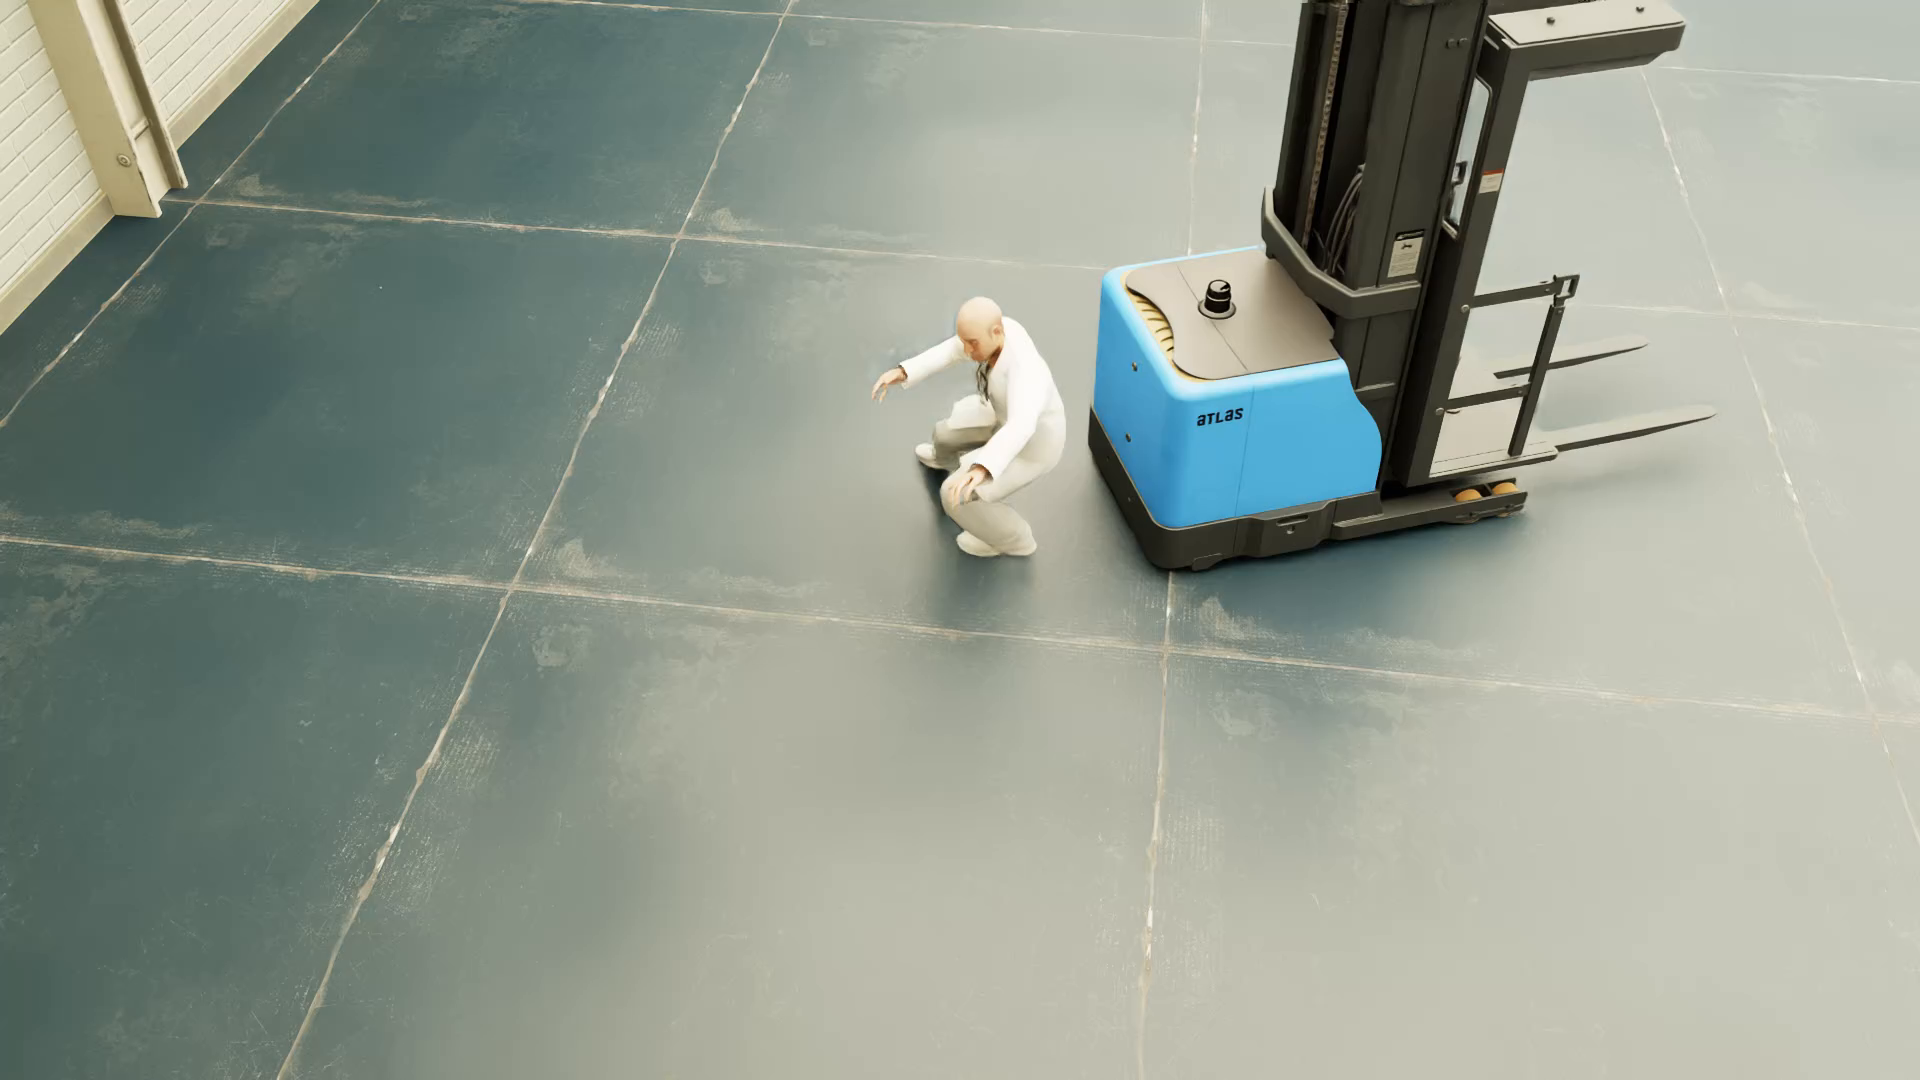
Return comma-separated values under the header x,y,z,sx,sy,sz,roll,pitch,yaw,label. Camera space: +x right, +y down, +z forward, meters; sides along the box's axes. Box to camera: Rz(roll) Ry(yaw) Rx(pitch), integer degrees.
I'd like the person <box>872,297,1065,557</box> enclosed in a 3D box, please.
x,y,z,sx,sy,sz,roll,pitch,yaw,label
0.048,-0.458,7.289,0.804,1.500,1.619,-12,44,-13,person

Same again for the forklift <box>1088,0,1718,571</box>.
x,y,z,sx,sy,sz,roll,pitch,yaw,label
2.214,-1.492,7.349,3.031,2.935,1.130,-11,44,-11,forklift
